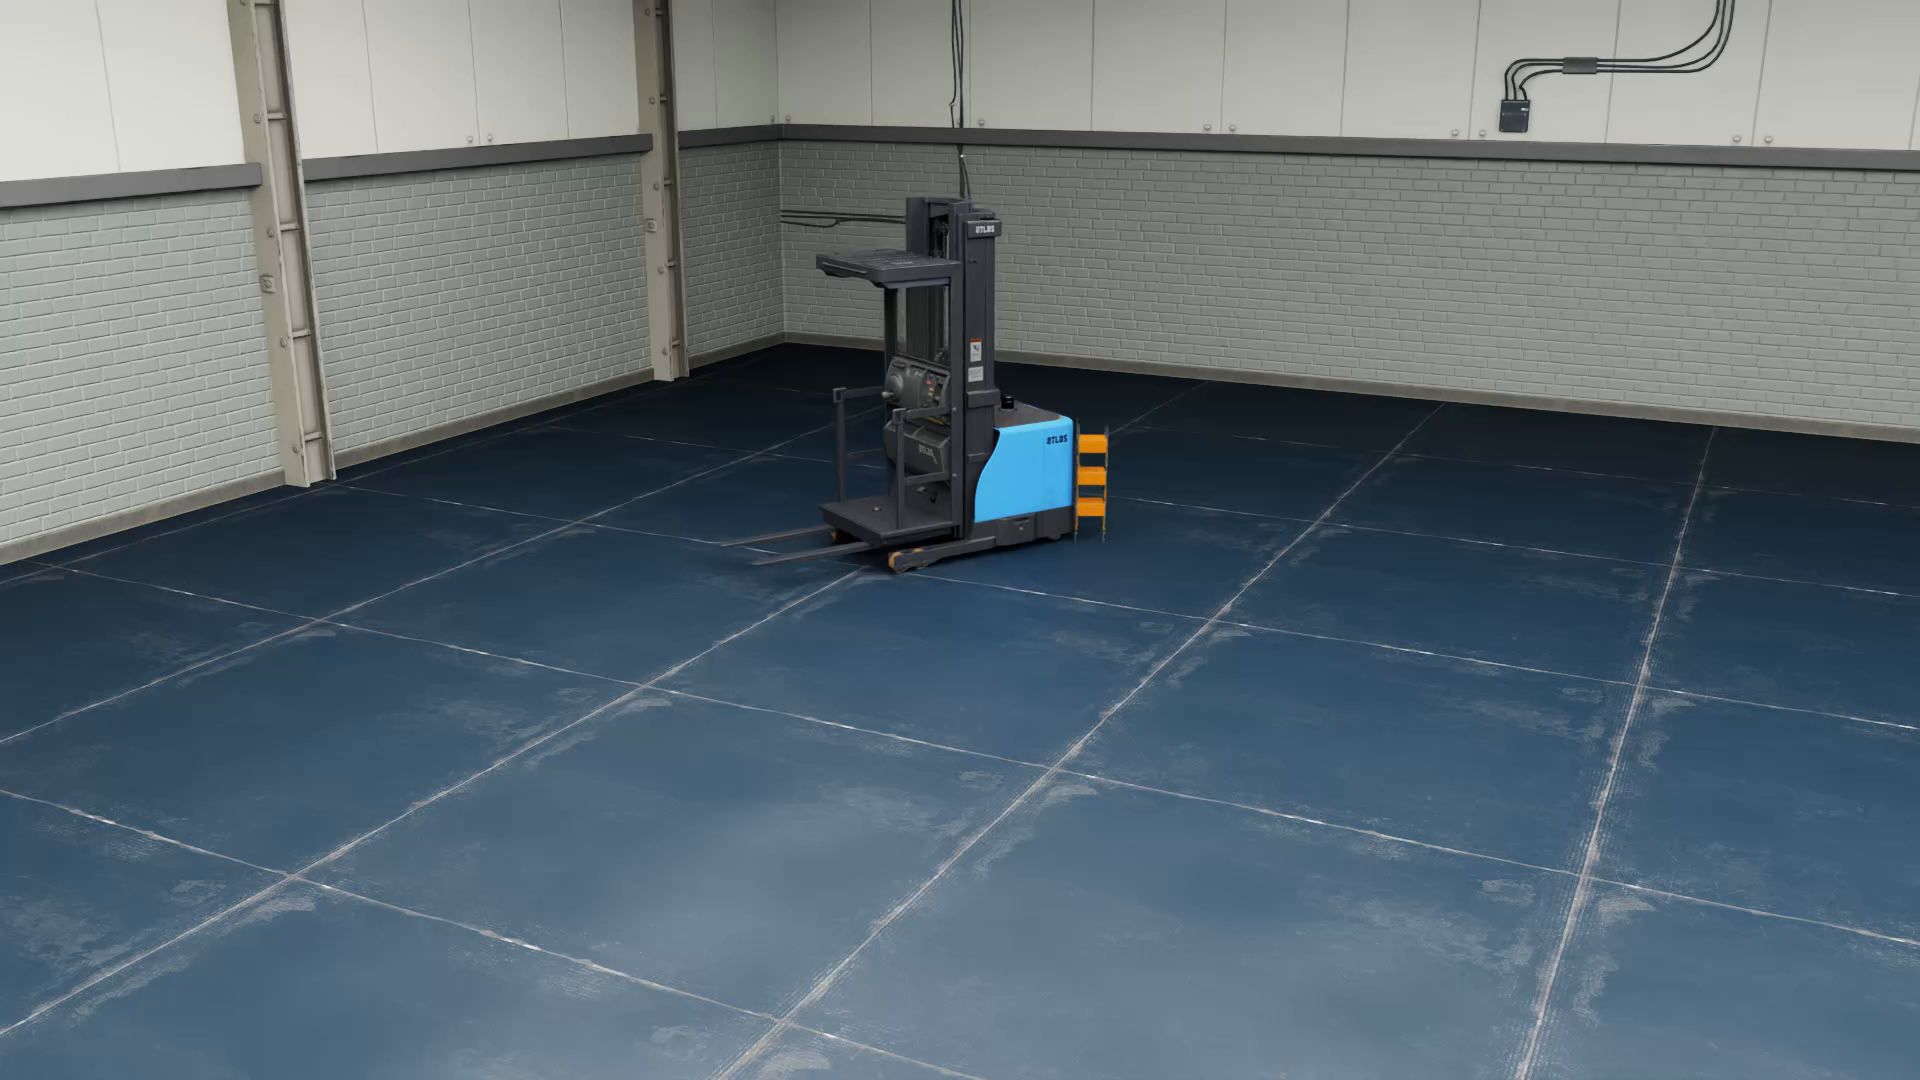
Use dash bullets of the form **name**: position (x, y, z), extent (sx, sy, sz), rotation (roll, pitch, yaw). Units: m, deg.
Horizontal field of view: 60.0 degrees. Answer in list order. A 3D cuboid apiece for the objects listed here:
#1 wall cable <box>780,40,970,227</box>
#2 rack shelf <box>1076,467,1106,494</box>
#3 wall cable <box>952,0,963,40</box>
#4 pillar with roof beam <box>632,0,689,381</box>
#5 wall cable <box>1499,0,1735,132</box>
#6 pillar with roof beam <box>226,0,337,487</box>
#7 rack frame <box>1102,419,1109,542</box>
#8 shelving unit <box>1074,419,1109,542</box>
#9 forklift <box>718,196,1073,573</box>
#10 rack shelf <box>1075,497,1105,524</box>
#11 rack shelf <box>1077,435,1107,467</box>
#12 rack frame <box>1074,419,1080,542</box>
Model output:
- **wall cable**: position (-1.262, -5.520, 22.757), extent (3.097, 2.526, 0.112), rotation (8, 18, 25)
- **rack shelf**: position (1.134, -0.502, 14.406), extent (0.240, 0.259, 0.215), rotation (0, 17, 0)
- **wall cable**: position (1.158, -7.597, 20.879), extent (3.097, 2.526, 0.112), rotation (8, 18, 25)
- **pillar with roof beam**: position (0.090, -5.878, 18.511), extent (9.100, 9.000, 0.400), rotation (8, 18, 25)
- **wall cable**: position (7.224, -7.427, 17.751), extent (2.305, 6.003, 0.169), rotation (8, 18, 25)
- **pillar with roof beam**: position (-2.591, -4.350, 13.366), extent (9.100, 9.000, 0.400), rotation (8, 18, 25)
- **rack frame**: position (1.256, -0.512, 14.403), extent (0.008, 1.050, 0.200), rotation (0, 17, 0)
- **shelving unit**: position (1.134, -0.513, 14.403), extent (0.252, 1.050, 0.215), rotation (0, 17, 0)
- **forklift**: position (-0.529, -1.309, 13.783), extent (3.031, 2.935, 1.130), rotation (-10, 19, -31)
- **rack shelf**: position (1.132, -0.236, 14.485), extent (0.240, 0.259, 0.215), rotation (0, 17, 0)
- **rack shelf**: position (1.137, -0.774, 14.325), extent (0.240, 0.259, 0.215), rotation (0, 17, 0)
- **rack frame**: position (1.012, -0.513, 14.402), extent (0.008, 1.050, 0.200), rotation (0, 17, 0)
